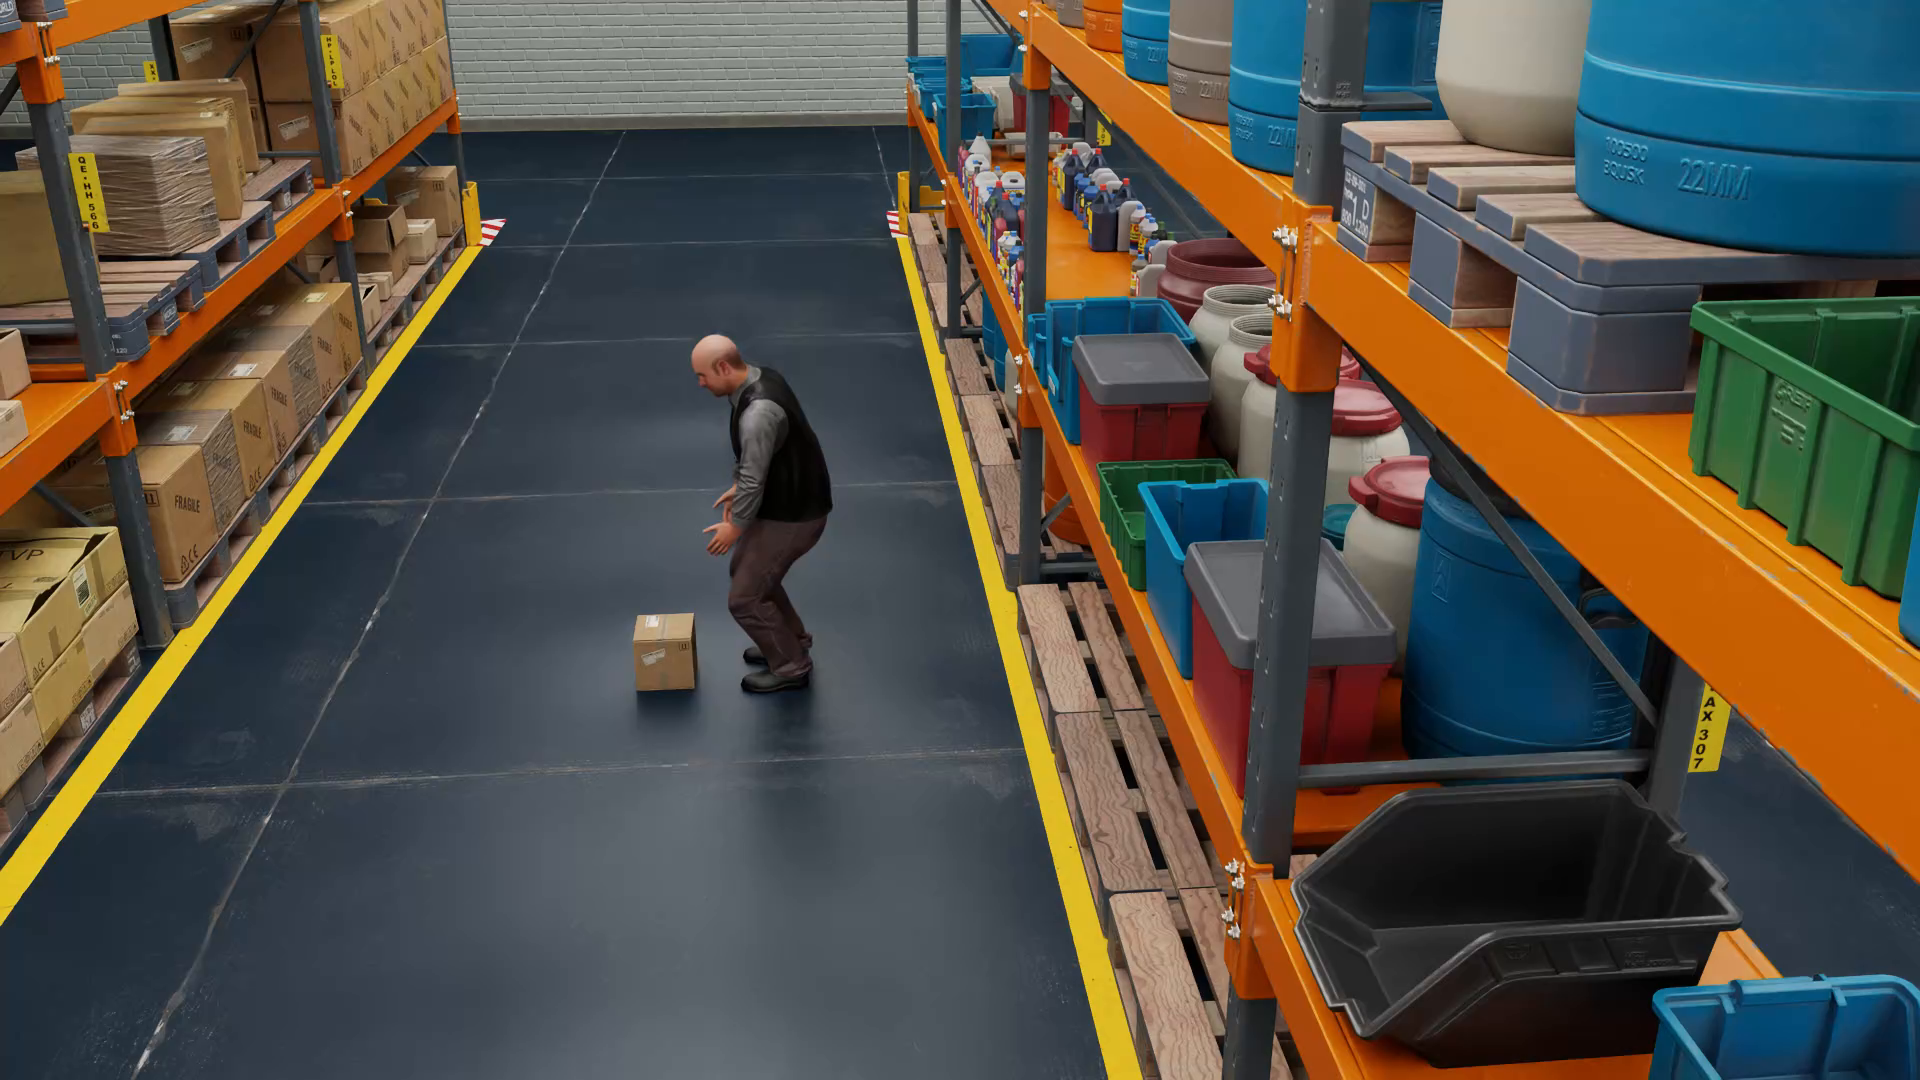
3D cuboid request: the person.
[{"bbox_3d":[-0.820,-0.116,7.085,0.555,1.581,0.581,-2,24,-4],"label":"person"}]
